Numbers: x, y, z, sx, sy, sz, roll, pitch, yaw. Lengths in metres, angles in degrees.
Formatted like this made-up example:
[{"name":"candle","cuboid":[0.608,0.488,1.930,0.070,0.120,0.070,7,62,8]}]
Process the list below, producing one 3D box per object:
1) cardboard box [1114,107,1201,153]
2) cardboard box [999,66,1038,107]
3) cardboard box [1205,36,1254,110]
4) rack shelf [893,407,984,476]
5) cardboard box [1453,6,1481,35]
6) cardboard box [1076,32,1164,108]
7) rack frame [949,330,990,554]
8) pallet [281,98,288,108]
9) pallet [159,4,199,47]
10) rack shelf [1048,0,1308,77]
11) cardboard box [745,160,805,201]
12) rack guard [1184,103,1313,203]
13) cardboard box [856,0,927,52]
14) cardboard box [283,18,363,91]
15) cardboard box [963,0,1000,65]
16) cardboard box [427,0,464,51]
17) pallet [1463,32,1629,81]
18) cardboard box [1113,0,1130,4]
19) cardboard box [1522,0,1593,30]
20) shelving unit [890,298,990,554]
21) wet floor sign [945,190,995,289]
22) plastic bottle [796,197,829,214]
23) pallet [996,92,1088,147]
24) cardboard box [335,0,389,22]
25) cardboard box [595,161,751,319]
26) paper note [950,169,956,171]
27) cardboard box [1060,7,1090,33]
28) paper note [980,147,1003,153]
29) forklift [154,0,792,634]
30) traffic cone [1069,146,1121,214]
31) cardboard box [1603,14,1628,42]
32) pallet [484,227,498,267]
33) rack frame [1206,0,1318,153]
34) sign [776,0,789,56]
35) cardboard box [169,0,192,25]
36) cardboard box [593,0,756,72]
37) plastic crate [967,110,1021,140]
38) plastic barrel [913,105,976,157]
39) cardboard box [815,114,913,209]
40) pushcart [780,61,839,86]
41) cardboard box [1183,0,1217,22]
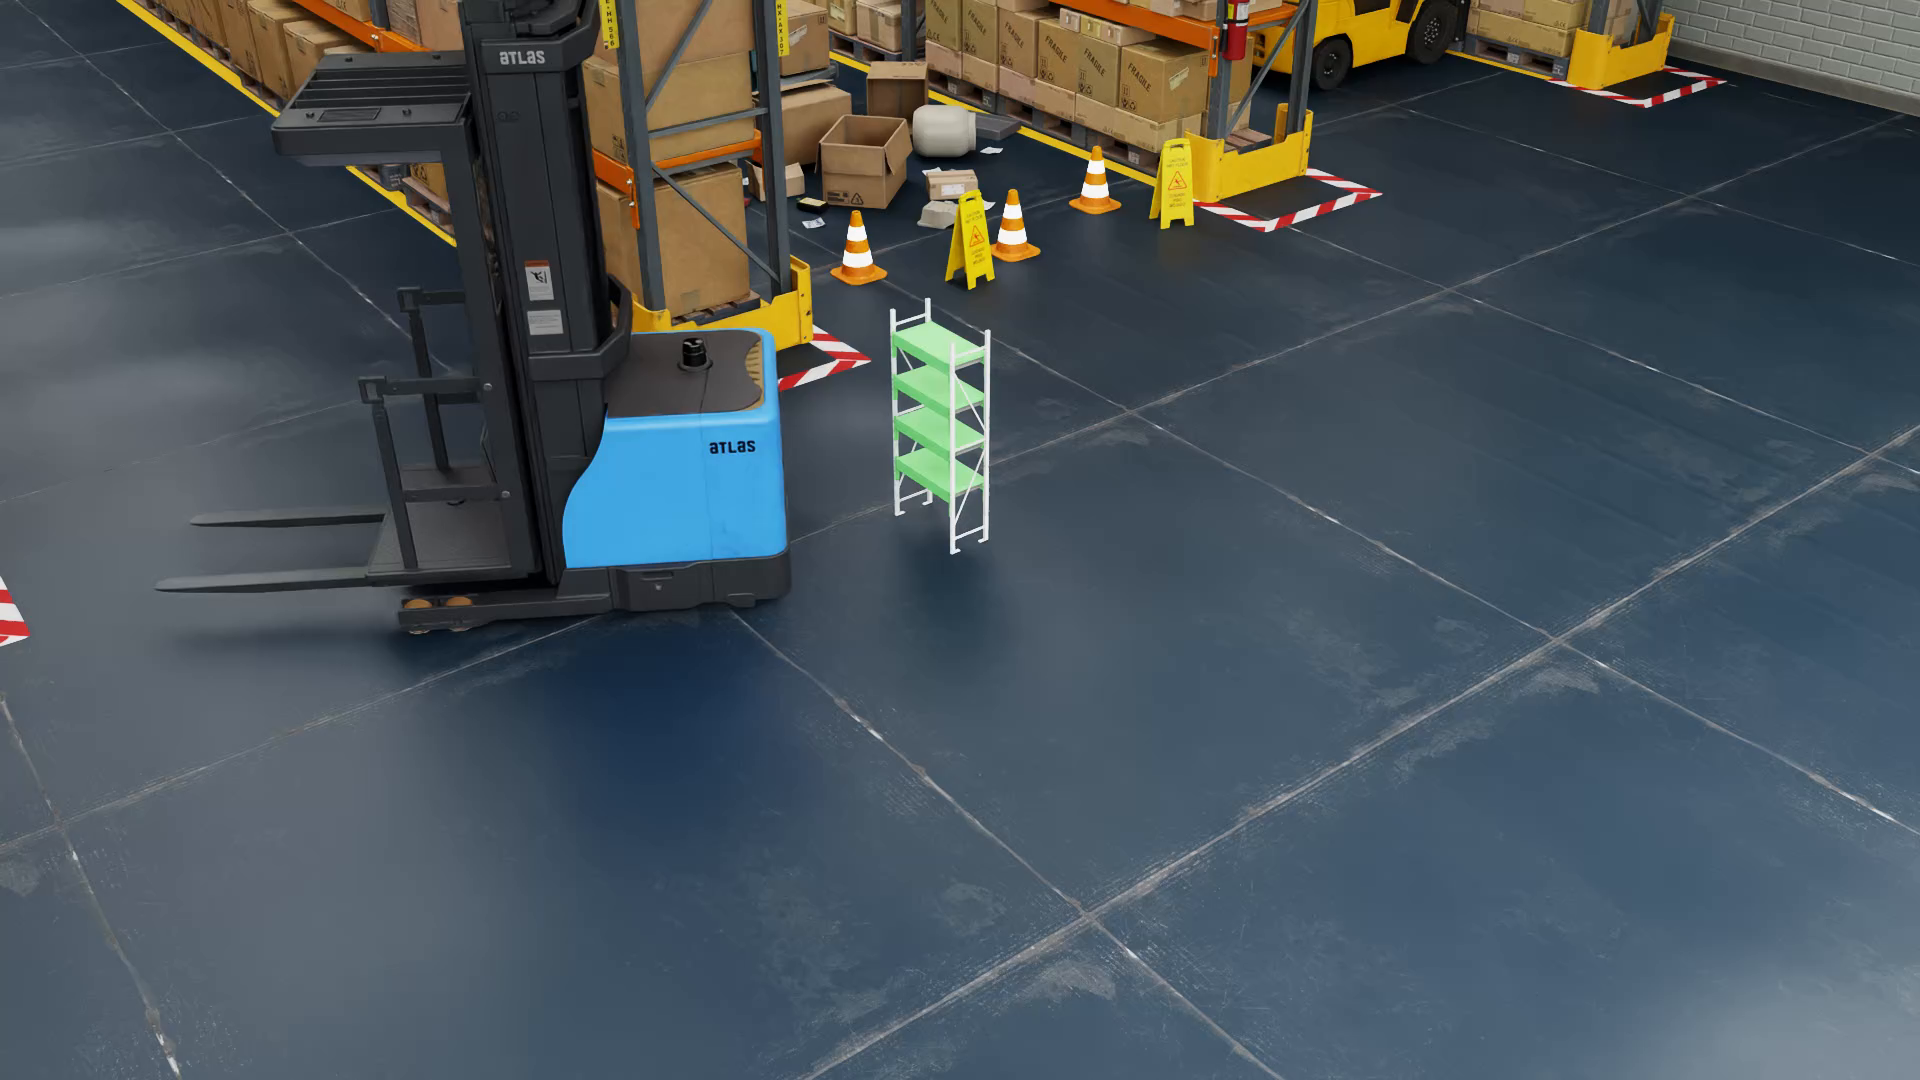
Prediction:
[{"name":"cardboard box","cuboid":[1.612,-3.390,13.574,0.500,0.250,0.500,-22,38,-32]},{"name":"cardboard box","cuboid":[0.694,-4.025,14.596,0.500,0.250,0.500,-23,38,-32]},{"name":"cardboard box","cuboid":[2.044,-3.885,13.659,0.500,0.500,0.500,-24,39,-33]},{"name":"rack shelf","cuboid":[-0.101,-0.524,8.578,0.258,0.148,0.480,-22,38,-31]},{"name":"cardboard box","cuboid":[5.119,-5.253,16.574,0.500,0.250,0.500,-22,38,-31]},{"name":"cardboard box","cuboid":[1.315,-3.915,13.708,0.500,0.500,0.500,-21,37,-30]},{"name":"rack frame","cuboid":[0.048,-0.477,8.381,0.240,1.200,0.015,-22,38,-31]},{"name":"pallet","cuboid":[-5.251,-3.765,14.612,1.003,0.211,1.213,-22,38,-31]},{"name":"pallet","cuboid":[-7.641,-5.460,17.342,1.003,0.211,1.213,-22,38,-31]},{"name":"rack shelf","cuboid":[1.108,-4.648,14.073,1.077,0.370,4.000,-22,38,-31]},{"name":"cardboard box","cuboid":[-1.457,-2.862,13.106,0.396,0.266,0.258,-16,35,-23]},{"name":"rack guard","cuboid":[2.288,-3.090,13.251,1.175,0.500,0.348,-22,38,-31]},{"name":"cardboard box","cuboid":[-0.442,-5.067,16.158,0.950,0.372,0.625,-22,38,-31]},{"name":"cardboard box","cuboid":[-5.006,-3.999,14.080,1.050,0.750,0.750,-22,38,-31]},{"name":"cardboard box","cuboid":[0.368,-4.564,14.752,0.500,0.500,0.500,-21,37,-30]},{"name":"cardboard box","cuboid":[-3.137,-3.572,11.517,0.875,0.550,0.550,-22,38,-31]},{"name":"pallet","cuboid":[5.752,-4.848,16.356,1.003,0.211,1.213,-22,38,-31]},{"name":"cardboard box","cuboid":[1.372,-4.381,13.199,0.380,0.149,0.250,-22,38,-31]},{"name":"cardboard box","cuboid":[5.708,-5.052,15.776,0.500,0.250,0.500,-23,38,-32]},{"name":"shelving unit","cuboid":[-0.101,-0.579,8.545,0.258,1.200,0.503,-22,38,-31]},{"name":"wet floor sign","cuboid":[0.069,-2.105,11.528,0.232,0.644,0.267,26,40,35]},{"name":"plastic bottle","cuboid":[-1.167,-2.595,12.870,0.283,0.061,0.133,18,36,27]},{"name":"pallet","cuboid":[1.074,-3.825,14.709,1.003,0.211,1.213,-22,38,-31]},{"name":"cardboard box","cuboid":[-4.497,-4.317,12.763,0.500,0.500,0.500,-23,38,-32]},{"name":"cardboard box","cuboid":[-1.981,-2.014,10.765,0.875,0.875,0.875,-22,38,-31]},{"name":"paper note","cuboid":[-0.035,-3.015,13.595,0.032,0.001,0.123,-22,38,-31]},{"name":"cardboard box","cuboid":[1.048,-4.322,13.748,0.380,0.149,0.250,-21,37,-29]},{"name":"paper note","cuboid":[0.267,-3.288,14.015,0.148,0.019,0.142,18,36,27]},{"name":"forklift","cuboid":[-2.387,-1.086,7.721,3.031,2.935,1.130,-3,32,-6]},{"name":"traffic cone","cuboid":[1.052,-2.804,12.827,0.336,0.463,0.334,-22,38,-31]},{"name":"cardboard box","cuboid":[6.107,-5.006,16.175,0.500,0.250,0.500,-22,38,-31]},{"name":"pallet","cuboid":[-2.809,-2.108,11.944,1.003,0.211,1.213,-22,38,-31]},{"name":"rack frame","cuboid":[2.335,-4.120,12.541,1.000,3.000,0.127,-22,38,-31]},{"name":"sign","cuboid":[-1.071,-3.055,9.930,0.100,0.325,0.005,-22,38,-31]},{"name":"cardboard box","cuboid":[-7.682,-5.550,16.814,0.500,0.500,0.500,-24,39,-33]},{"name":"cardboard box","cuboid":[-1.710,-3.166,9.839,0.875,0.550,0.550,-22,38,-31]},{"name":"plastic crate","cuboid":[0.197,-3.627,14.515,0.583,0.080,0.402,18,36,27]},{"name":"plastic barrel","cuboid":[-0.128,-3.397,13.818,0.512,0.421,0.421,1,32,2]},{"name":"cardboard box","cuboid":[-0.742,-2.973,13.059,0.637,0.503,0.797,6,32,10]},{"name":"pushcart","cuboid":[-1.888,-3.915,14.696,0.936,0.377,1.648,18,36,27]},{"name":"cardboard box","cuboid":[1.937,-4.100,12.747,0.380,0.149,0.250,-21,37,-30]}]
